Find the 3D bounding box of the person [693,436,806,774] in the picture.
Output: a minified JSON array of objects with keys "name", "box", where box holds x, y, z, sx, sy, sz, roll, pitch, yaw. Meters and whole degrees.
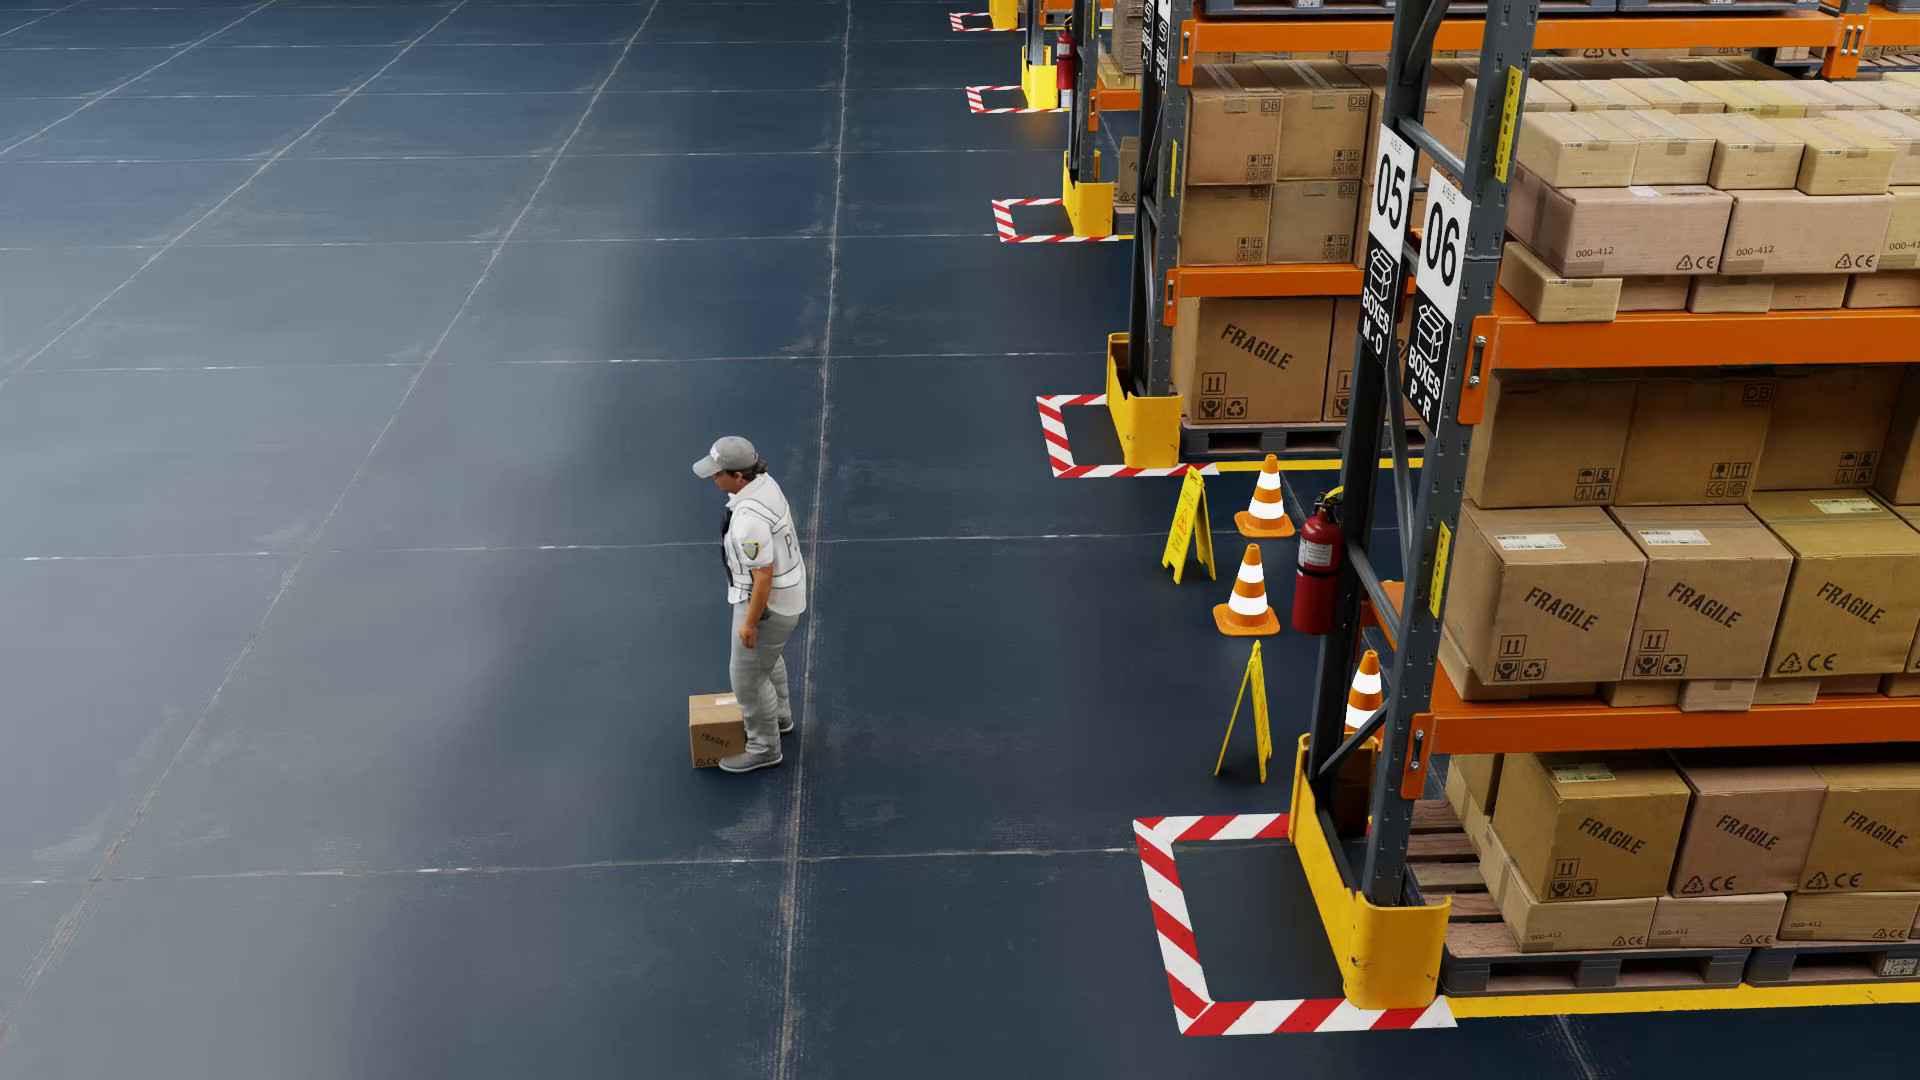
[{"name":"person","box":[-0.939,0.278,7.655,0.467,1.666,0.537,-1,28,-2]}]
